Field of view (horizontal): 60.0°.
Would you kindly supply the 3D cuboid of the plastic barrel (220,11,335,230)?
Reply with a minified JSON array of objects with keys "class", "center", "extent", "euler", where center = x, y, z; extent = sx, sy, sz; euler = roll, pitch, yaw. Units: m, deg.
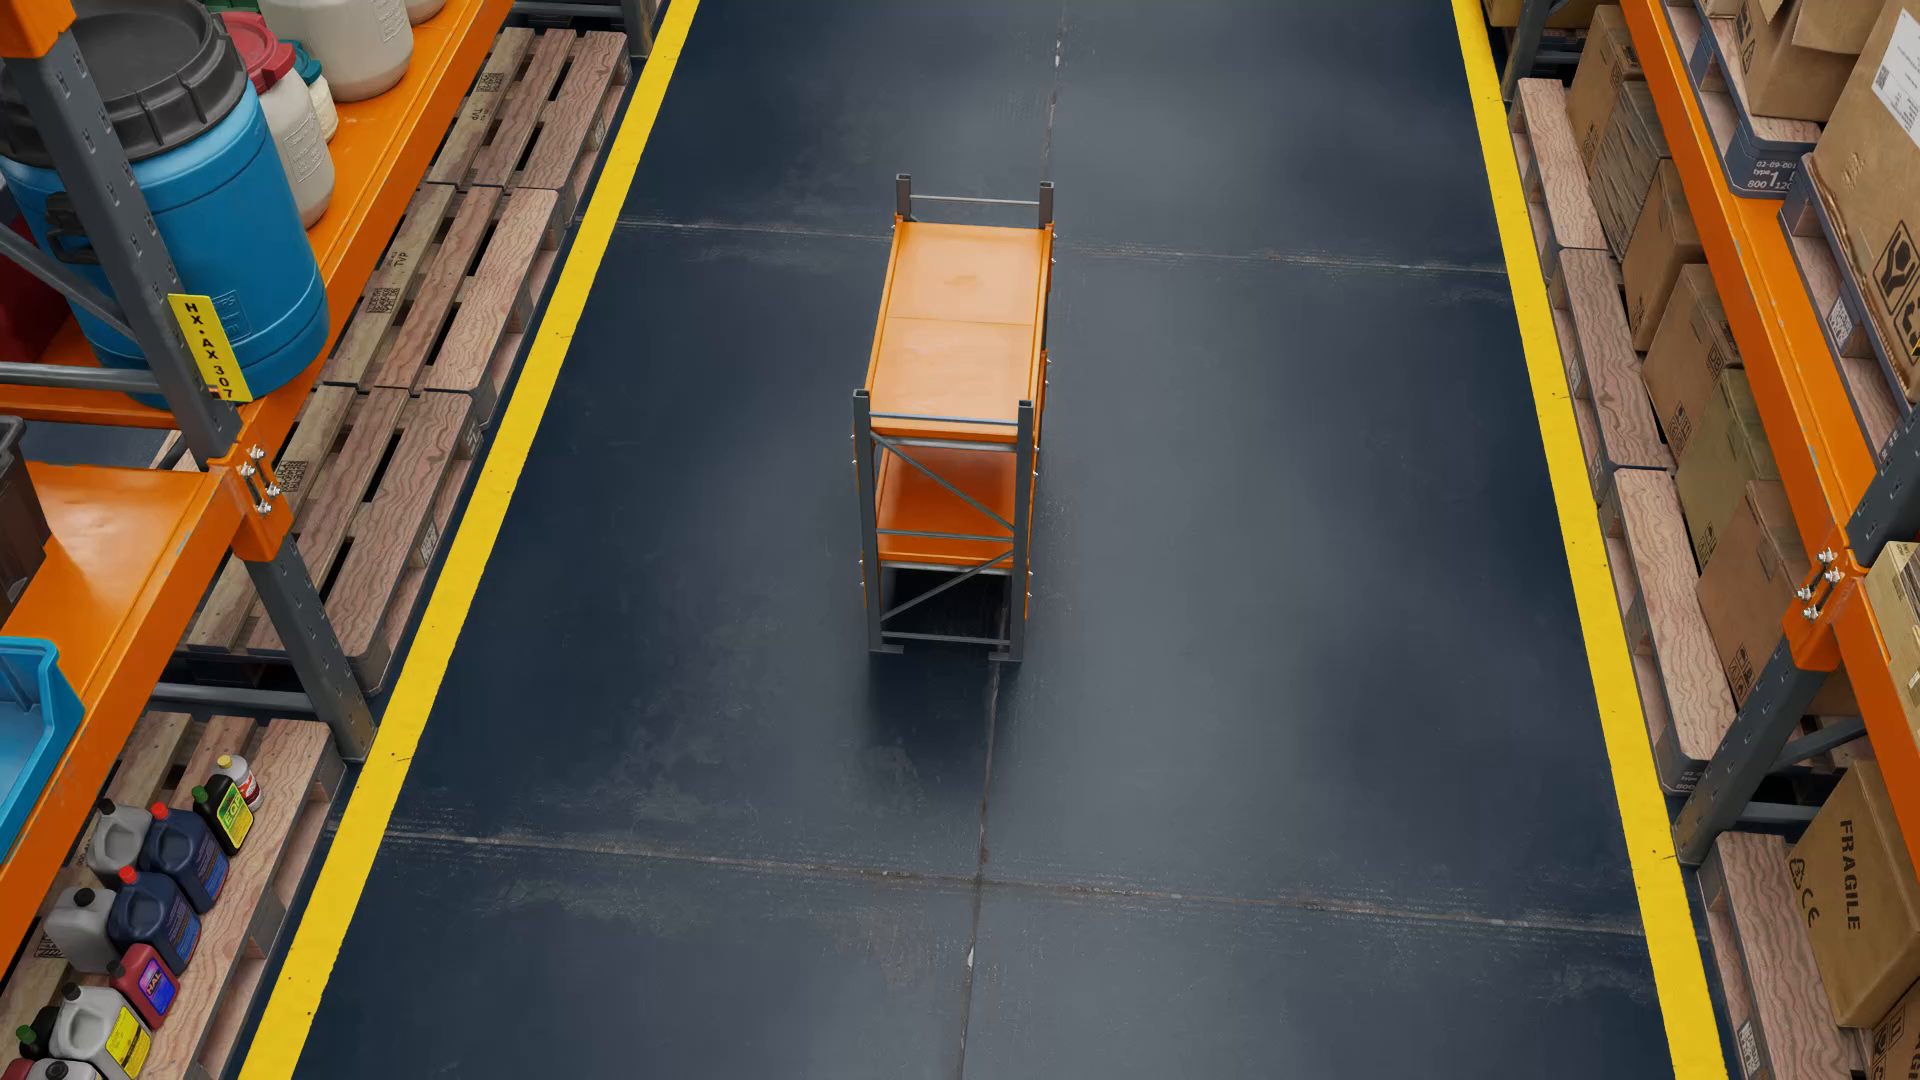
[{"class":"plastic barrel","center":[-2.017,-1.138,4.666],"extent":[0.433,0.535,0.433],"euler":[0,48,0]}]

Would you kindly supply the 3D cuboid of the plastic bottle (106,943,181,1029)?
[{"class":"plastic bottle","center":[-2.085,1.121,4.235],"extent":[0.061,0.283,0.133],"euler":[7,48,6]}]

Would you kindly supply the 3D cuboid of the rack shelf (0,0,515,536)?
[{"class":"rack shelf","center":[-2.140,-1.631,5.696],"extent":[1.077,0.370,4.000],"euler":[4,48,4]}]

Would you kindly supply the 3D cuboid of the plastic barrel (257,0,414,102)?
[{"class":"plastic barrel","center":[-1.950,-1.677,5.159],"extent":[0.433,0.535,0.433],"euler":[0,48,0]}]

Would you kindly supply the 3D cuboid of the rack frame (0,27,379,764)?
[{"class":"rack frame","center":[-2.323,-0.404,4.087],"extent":[1.000,3.000,0.127],"euler":[4,48,4]}]

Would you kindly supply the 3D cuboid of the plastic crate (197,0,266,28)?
[{"class":"plastic crate","center":[-2.445,-1.631,5.353],"extent":[0.450,0.188,0.662],"euler":[4,48,4]}]

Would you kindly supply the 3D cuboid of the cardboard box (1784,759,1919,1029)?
[{"class":"cardboard box","center":[2.533,0.922,4.283],"extent":[0.500,0.500,0.500],"euler":[3,48,2]}]

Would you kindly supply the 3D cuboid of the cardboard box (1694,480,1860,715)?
[{"class":"cardboard box","center":[2.687,0.175,4.953],"extent":[0.700,0.500,0.500],"euler":[1,48,1]}]

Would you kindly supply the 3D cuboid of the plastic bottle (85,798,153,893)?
[{"class":"plastic bottle","center":[-2.238,0.825,4.460],"extent":[0.144,0.351,0.185],"euler":[4,48,4]}]

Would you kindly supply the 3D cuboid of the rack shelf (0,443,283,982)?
[{"class":"rack shelf","center":[-2.505,1.309,3.008],"extent":[1.077,0.370,4.000],"euler":[4,48,4]}]

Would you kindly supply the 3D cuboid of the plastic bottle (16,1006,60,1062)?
[{"class":"plastic bottle","center":[-2.246,1.247,4.119],"extent":[0.061,0.283,0.133],"euler":[4,48,4]}]

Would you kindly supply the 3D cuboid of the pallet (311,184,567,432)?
[{"class":"pallet","center":[-2.181,-0.941,6.468],"extent":[1.003,0.211,1.213],"euler":[4,48,4]}]

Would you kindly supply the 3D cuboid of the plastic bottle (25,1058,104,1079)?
[{"class":"plastic bottle","center":[-2.160,1.357,4.024],"extent":[0.152,0.276,0.135],"euler":[5,48,4]}]

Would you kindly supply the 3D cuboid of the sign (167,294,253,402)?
[{"class":"sign","center":[-1.776,-0.452,3.943],"extent":[0.100,0.325,0.005],"euler":[4,48,4]}]

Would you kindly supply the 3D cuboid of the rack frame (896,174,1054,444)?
[{"class":"rack frame","center":[0.047,-0.758,5.681],"extent":[0.500,1.125,0.032],"euler":[4,48,4]}]

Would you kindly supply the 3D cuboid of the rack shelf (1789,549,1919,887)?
[{"class":"rack shelf","center":[2.427,1.642,2.703],"extent":[1.077,0.370,4.000],"euler":[4,48,4]}]

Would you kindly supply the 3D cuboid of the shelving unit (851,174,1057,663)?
[{"class":"shelving unit","center":[0.001,-0.385,5.339],"extent":[0.538,1.125,1.048],"euler":[4,48,4]}]

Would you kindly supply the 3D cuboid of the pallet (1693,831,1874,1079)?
[{"class":"pallet","center":[2.584,1.366,4.357],"extent":[1.003,0.211,1.213],"euler":[4,48,4]}]

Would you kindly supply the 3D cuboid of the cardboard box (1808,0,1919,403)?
[{"class":"cardboard box","center":[2.822,-0.989,3.931],"extent":[1.000,1.000,1.000],"euler":[4,48,4]}]

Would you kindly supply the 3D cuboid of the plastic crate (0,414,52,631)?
[{"class":"plastic crate","center":[-2.497,-0.007,3.766],"extent":[0.767,0.338,0.504],"euler":[4,48,4]}]

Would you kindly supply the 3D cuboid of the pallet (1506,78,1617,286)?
[{"class":"pallet","center":[2.902,-1.495,6.974],"extent":[1.003,0.211,1.213],"euler":[4,48,4]}]

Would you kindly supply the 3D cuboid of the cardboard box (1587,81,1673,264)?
[{"class":"cardboard box","center":[2.895,-1.413,6.405],"extent":[0.700,0.500,0.500],"euler":[0,48,0]}]

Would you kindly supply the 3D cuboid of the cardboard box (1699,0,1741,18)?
[{"class":"cardboard box","center":[2.592,-1.885,5.258],"extent":[0.500,0.250,0.500],"euler":[3,48,2]}]

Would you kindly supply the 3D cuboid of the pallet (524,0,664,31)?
[{"class":"pallet","center":[-1.928,-2.984,8.336],"extent":[1.003,0.211,1.213],"euler":[4,48,4]}]

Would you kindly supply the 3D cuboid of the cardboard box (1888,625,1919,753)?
[{"class":"cardboard box","center":[2.255,0.335,3.581],"extent":[0.380,0.149,0.250],"euler":[4,48,4]}]

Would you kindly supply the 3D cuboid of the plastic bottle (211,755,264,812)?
[{"class":"plastic bottle","center":[-2.045,0.680,4.694],"extent":[0.097,0.201,0.097],"euler":[0,48,0]}]

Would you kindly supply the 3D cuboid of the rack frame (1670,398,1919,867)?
[{"class":"rack frame","center":[2.610,-0.071,3.782],"extent":[1.000,3.000,0.127],"euler":[4,48,4]}]

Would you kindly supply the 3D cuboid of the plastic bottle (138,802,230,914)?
[{"class":"plastic bottle","center":[-2.094,0.834,4.451],"extent":[0.144,0.351,0.185],"euler":[3,48,2]}]

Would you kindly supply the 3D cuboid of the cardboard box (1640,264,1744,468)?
[{"class":"cardboard box","center":[2.800,-0.586,5.649],"extent":[0.700,0.500,0.500],"euler":[0,48,0]}]

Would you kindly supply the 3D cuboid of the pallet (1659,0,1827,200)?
[{"class":"pallet","center":[2.835,-1.488,5.208],"extent":[1.003,0.211,1.213],"euler":[4,48,4]}]

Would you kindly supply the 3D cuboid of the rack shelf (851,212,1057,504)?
[{"class":"rack shelf","center":[0.001,-0.582,5.123],"extent":[0.538,0.278,1.000],"euler":[4,48,4]}]

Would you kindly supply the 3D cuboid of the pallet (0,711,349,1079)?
[{"class":"pallet","center":[-2.425,1.028,4.667],"extent":[1.003,0.211,1.213],"euler":[4,48,4]}]
